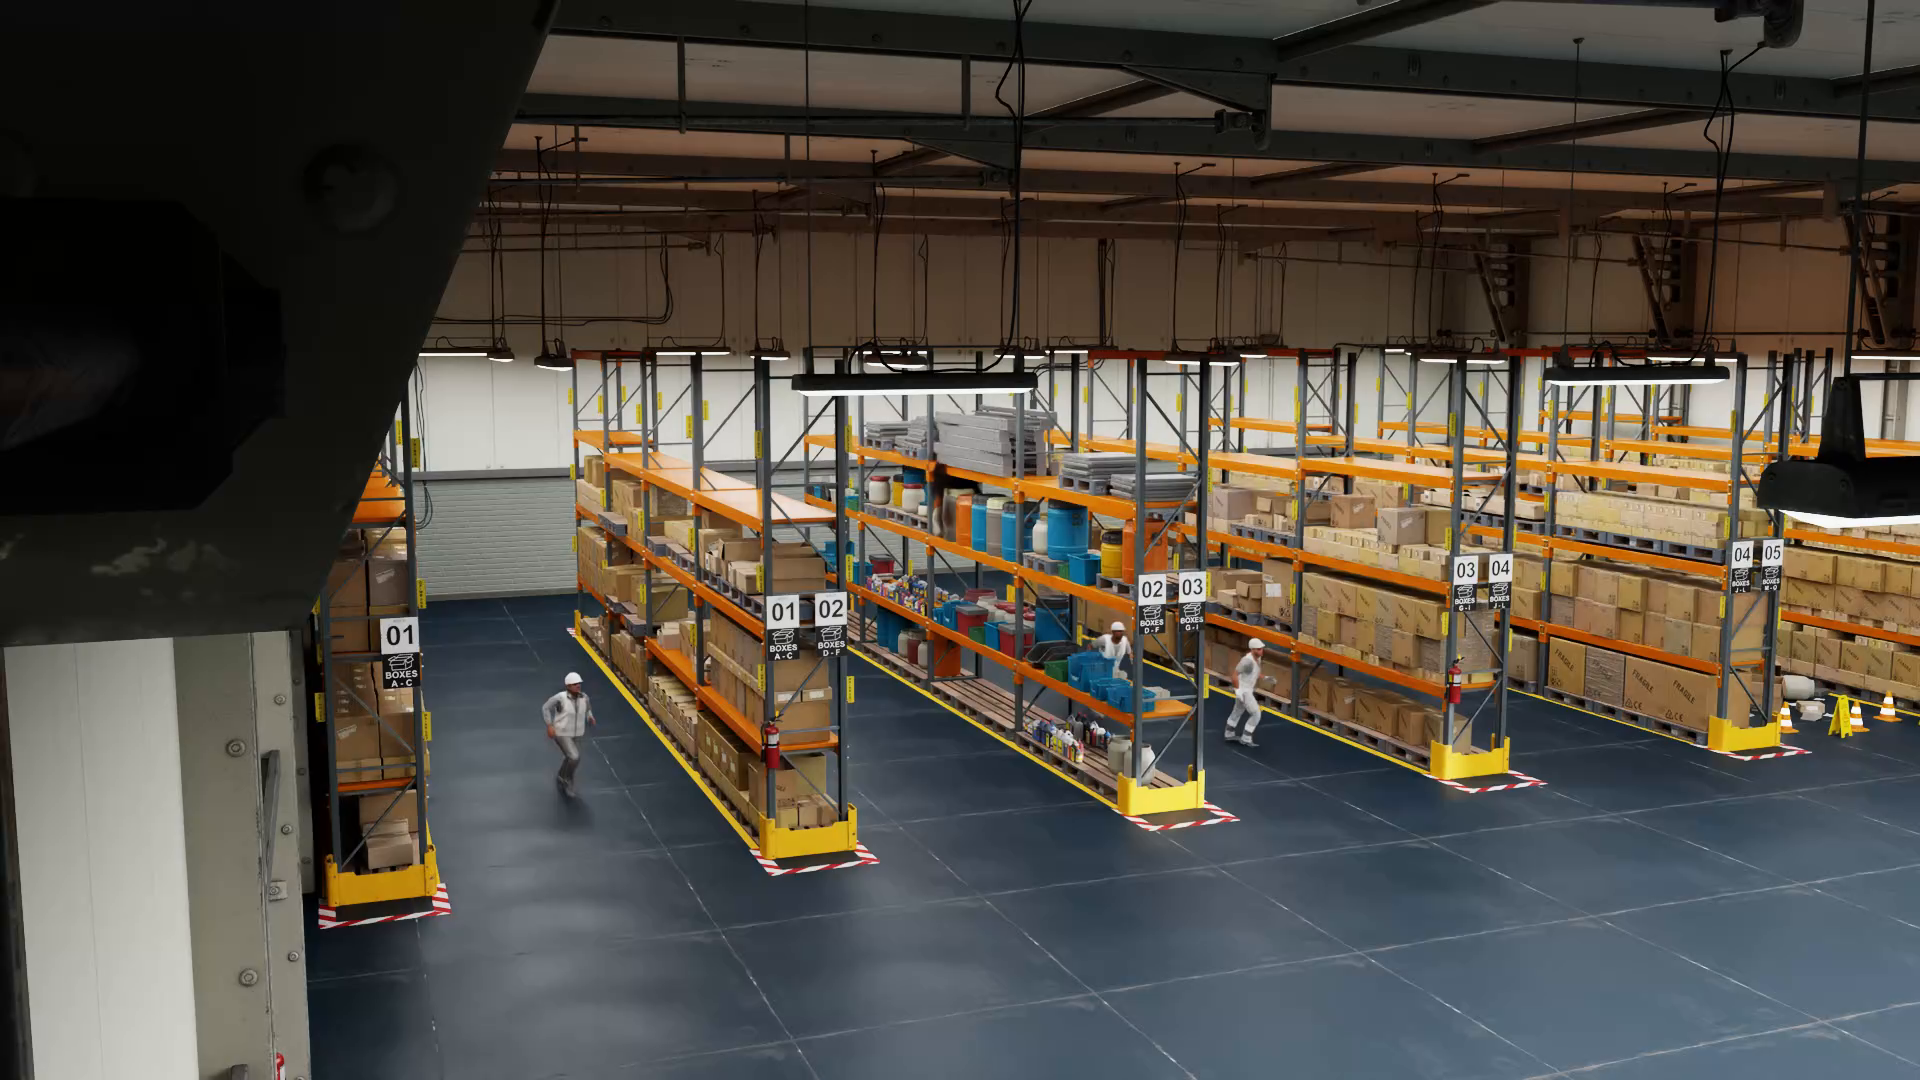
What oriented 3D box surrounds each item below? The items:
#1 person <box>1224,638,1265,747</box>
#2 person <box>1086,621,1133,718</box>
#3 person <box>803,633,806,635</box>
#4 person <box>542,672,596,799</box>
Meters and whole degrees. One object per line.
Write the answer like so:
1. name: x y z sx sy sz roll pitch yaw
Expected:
1. person: 4.369 2.336 25.551 0.655 1.734 0.672 2 7 19
2. person: 2.448 2.122 27.184 0.720 1.643 0.967 -4 8 -30
3. person: -2.914 1.979 28.319 0.623 1.714 0.824 -3 8 -23
4. person: -5.359 2.654 22.792 0.681 1.740 0.851 -7 10 -43
